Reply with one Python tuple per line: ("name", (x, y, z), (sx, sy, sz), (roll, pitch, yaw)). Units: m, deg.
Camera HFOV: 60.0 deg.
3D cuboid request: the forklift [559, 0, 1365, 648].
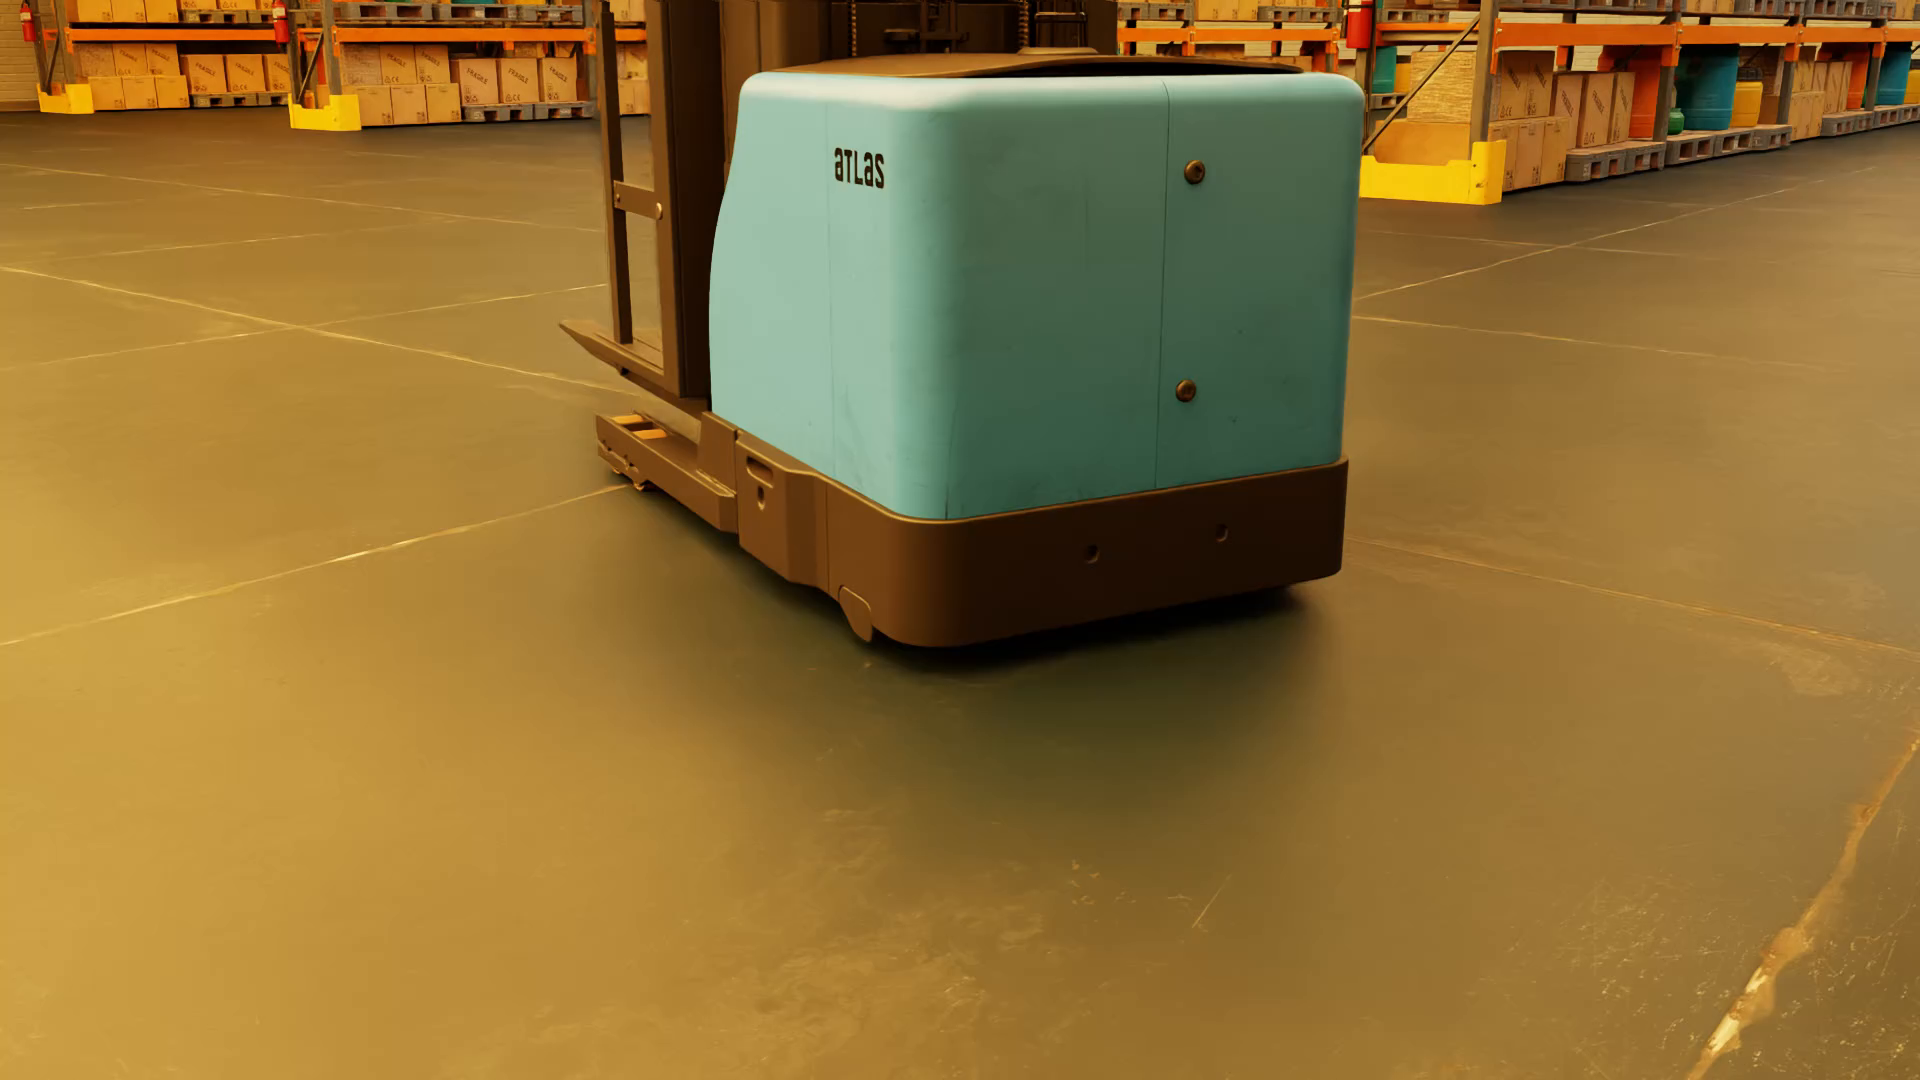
("forklift", (-0.336, -1.584, 4.115), (1.130, 2.935, 3.031), (-9, 19, -27))
